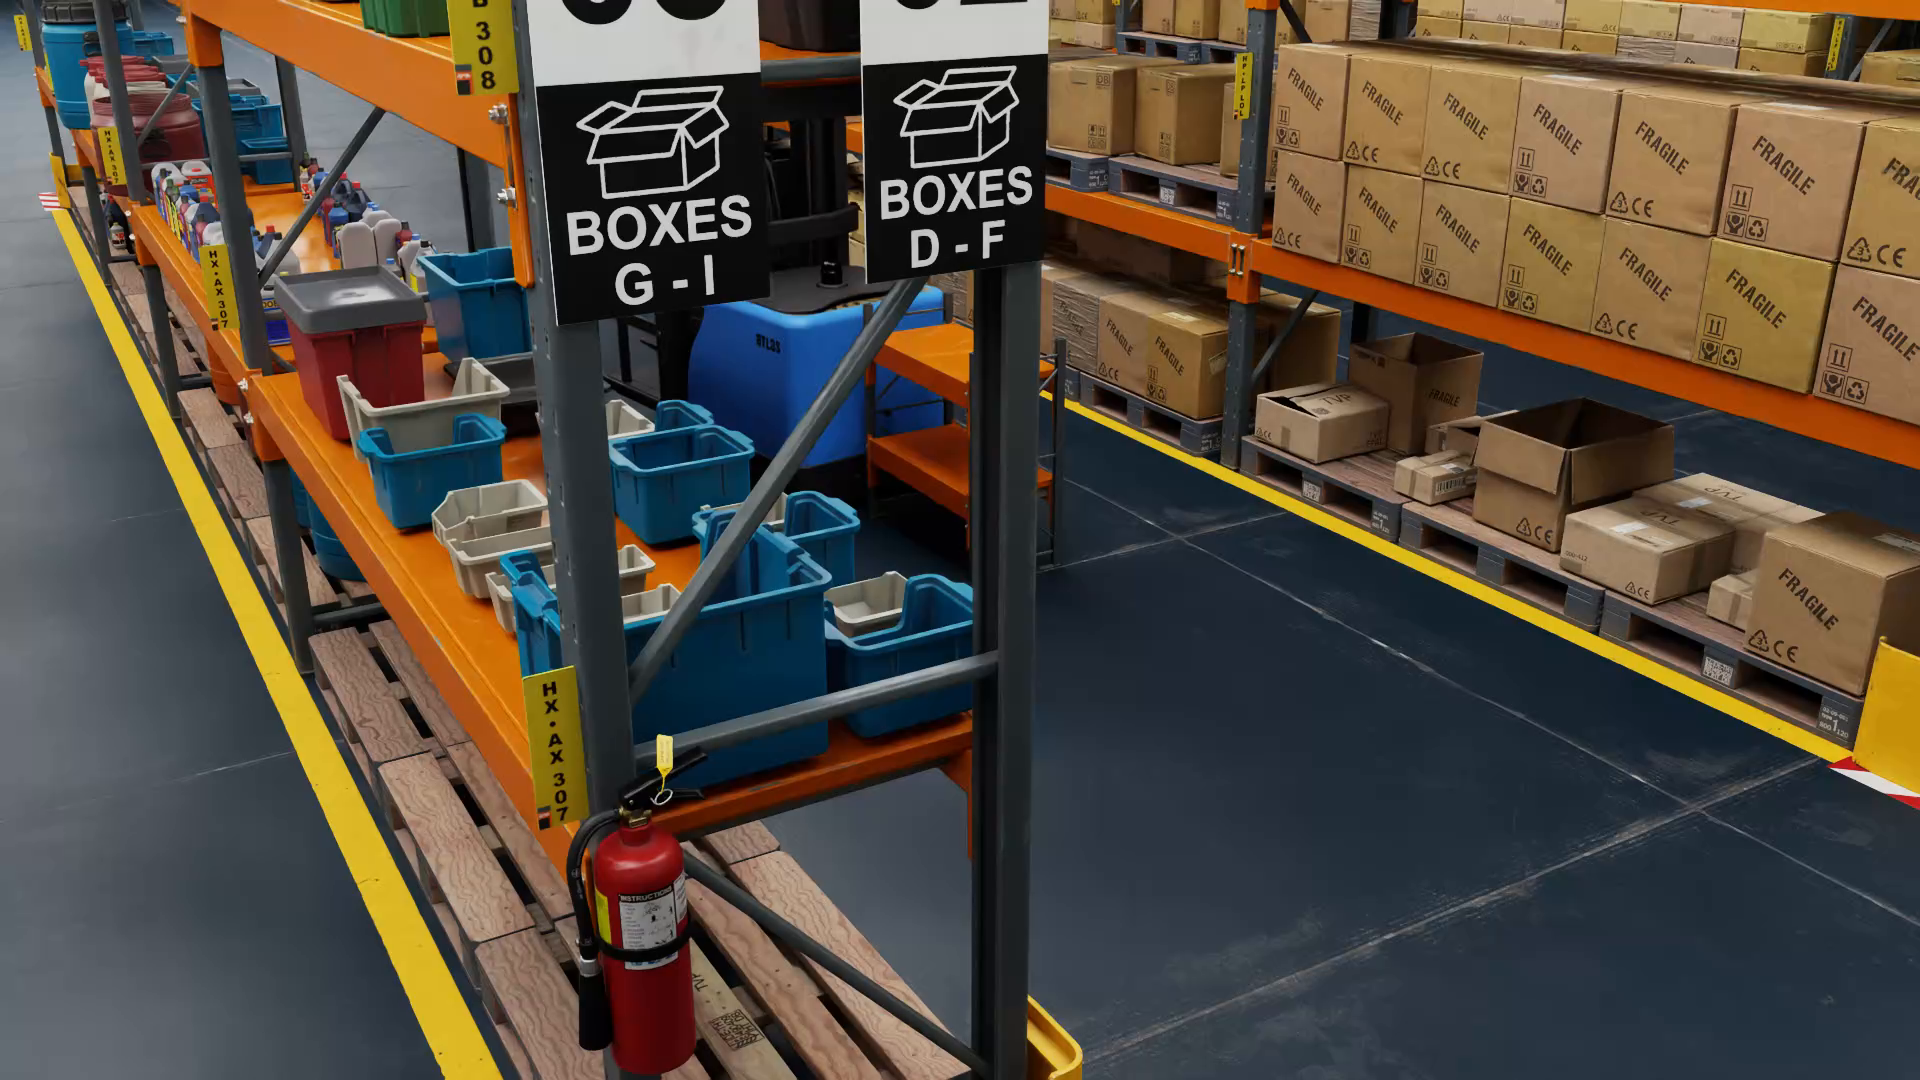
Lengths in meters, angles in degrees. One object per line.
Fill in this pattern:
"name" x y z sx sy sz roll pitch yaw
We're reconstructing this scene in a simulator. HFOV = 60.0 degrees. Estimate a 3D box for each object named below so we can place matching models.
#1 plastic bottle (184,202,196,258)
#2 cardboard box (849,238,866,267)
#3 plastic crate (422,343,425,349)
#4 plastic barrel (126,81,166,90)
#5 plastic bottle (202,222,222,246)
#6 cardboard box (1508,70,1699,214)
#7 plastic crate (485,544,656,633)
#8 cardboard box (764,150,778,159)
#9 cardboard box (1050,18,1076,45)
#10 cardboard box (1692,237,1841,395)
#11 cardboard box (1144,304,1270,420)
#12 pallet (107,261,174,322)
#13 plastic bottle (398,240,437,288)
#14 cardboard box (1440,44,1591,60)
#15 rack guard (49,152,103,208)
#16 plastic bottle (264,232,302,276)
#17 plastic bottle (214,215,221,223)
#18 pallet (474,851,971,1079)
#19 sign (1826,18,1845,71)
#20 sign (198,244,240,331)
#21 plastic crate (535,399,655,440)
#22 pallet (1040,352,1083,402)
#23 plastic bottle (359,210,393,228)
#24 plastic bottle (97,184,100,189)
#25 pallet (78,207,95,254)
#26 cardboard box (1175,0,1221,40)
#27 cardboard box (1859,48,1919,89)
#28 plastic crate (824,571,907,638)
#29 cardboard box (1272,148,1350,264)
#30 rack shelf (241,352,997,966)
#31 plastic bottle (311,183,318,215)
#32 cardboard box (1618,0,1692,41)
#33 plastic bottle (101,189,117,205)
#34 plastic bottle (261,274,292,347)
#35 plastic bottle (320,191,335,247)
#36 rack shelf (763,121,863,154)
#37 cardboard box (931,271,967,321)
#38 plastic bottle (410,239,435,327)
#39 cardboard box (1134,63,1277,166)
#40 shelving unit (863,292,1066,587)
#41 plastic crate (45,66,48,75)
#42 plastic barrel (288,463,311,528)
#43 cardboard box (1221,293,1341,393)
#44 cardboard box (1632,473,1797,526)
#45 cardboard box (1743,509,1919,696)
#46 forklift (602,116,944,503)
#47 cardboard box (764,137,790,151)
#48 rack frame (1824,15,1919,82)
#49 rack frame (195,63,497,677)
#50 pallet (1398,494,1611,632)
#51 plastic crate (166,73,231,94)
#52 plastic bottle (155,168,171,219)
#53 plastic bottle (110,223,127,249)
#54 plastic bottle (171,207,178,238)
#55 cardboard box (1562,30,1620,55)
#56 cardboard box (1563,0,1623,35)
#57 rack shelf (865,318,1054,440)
"plastic bottle" -3.815 -1.552 8.316 0.097 0.271 0.097 0 22 0
"cardboard box" -0.602 -2.226 12.898 0.500 0.250 0.500 -12 25 -27
"plastic crate" -2.225 -0.663 6.229 0.396 0.136 0.243 -13 25 -28
"plastic barrel" -5.308 -2.710 10.847 0.421 0.512 0.421 0 22 0
"plastic bottle" -3.451 -1.343 7.798 0.152 0.276 0.135 -13 25 -28
"cardboard box" 2.710 -1.689 7.023 0.500 0.500 0.500 -12 25 -27
"plastic crate" -1.005 0.128 4.283 0.396 0.136 0.243 -13 25 -28
"cardboard box" -1.918 -3.312 14.826 0.500 0.311 0.500 -13 25 -29
"cardboard box" 1.340 -5.628 18.348 0.500 0.250 0.500 -12 25 -28
"cardboard box" 3.233 -0.898 6.405 0.500 0.500 0.500 -12 25 -28
"cardboard box" 1.422 -1.037 9.615 0.500 0.500 0.500 -13 25 -29
"pallet" -5.992 -1.986 12.918 1.003 0.211 1.213 -13 25 -28
"plastic bottle" -2.436 -1.219 7.493 0.152 0.276 0.135 -13 25 -28
"cardboard box" 2.665 -2.117 8.076 0.500 0.500 0.500 -13 26 -29
"rack guard" -8.391 -3.646 16.618 1.175 0.500 0.348 -13 25 -28
"plastic bottle" -2.967 -1.175 7.284 0.144 0.351 0.185 -13 25 -28
"plastic bottle" -3.549 -1.428 8.013 0.097 0.271 0.097 0 22 0
"pallet" -0.685 1.377 4.644 1.003 0.211 1.213 -13 25 -28
"sign" 5.715 -3.233 10.850 0.100 0.325 0.005 -13 25 -28
"sign" -2.814 -0.958 6.318 0.100 0.325 0.005 -13 25 -28
"plastic crate" -1.192 -0.335 5.423 0.293 0.136 0.466 -13 25 -28
"pallet" 0.845 -1.246 11.098 1.003 0.211 1.213 -13 25 -28
"plastic bottle" -2.841 -1.476 8.123 0.152 0.276 0.135 -13 25 -28
"plastic bottle" -7.812 -3.113 15.026 0.097 0.271 0.097 0 22 0
"pallet" -7.361 -2.854 15.053 1.003 0.211 1.213 -13 25 -28
"cardboard box" 2.600 -5.327 16.717 0.700 0.500 0.500 -10 24 -23
"cardboard box" 6.440 -2.801 10.821 0.980 0.700 0.700 -12 25 -27
"plastic crate" -0.233 0.191 4.129 0.250 0.136 0.298 -13 25 -28
"cardboard box" 1.946 -1.716 8.416 0.500 0.500 0.500 -12 25 -27
"rack shelf" -1.319 0.045 5.172 1.077 0.370 4.000 -13 25 -28
"plastic bottle" -3.599 -1.942 9.370 0.097 0.201 0.097 0 22 0
"cardboard box" 5.205 -3.816 12.166 0.500 0.250 0.500 -12 25 -27
"plastic bottle" -7.266 -2.821 14.203 0.144 0.351 0.185 -13 25 -29
"plastic bottle" -2.819 -0.943 6.813 0.152 0.276 0.135 -13 25 -28
"plastic bottle" -3.256 -1.670 8.591 0.061 0.283 0.133 -13 25 -28
"rack shelf" -1.145 -3.496 13.884 1.077 0.370 4.000 -13 25 -28
"cardboard box" 0.136 -1.857 11.632 0.500 0.500 0.500 -14 26 -30
"plastic bottle" -2.262 -1.102 7.104 0.144 0.351 0.185 -13 25 -28
"cardboard box" 1.465 -2.535 9.873 0.700 0.500 0.500 -8 24 -20
"shelving unit" 0.003 -0.519 8.094 0.538 1.125 1.048 -13 25 -28
"plastic crate" -8.289 -4.346 15.371 0.298 0.136 0.250 -13 25 -28
"plastic barrel" -2.965 -0.566 7.950 0.600 0.901 0.708 -13 25 -28
"cardboard box" 1.882 -1.136 9.859 0.500 0.500 0.500 -14 26 -31
"cardboard box" 3.419 -0.076 7.583 0.500 0.250 0.500 -13 25 -28
"cardboard box" 3.474 0.234 6.489 0.500 0.500 0.500 -13 25 -28
"forklift" -1.373 -1.979 9.289 1.130 2.935 3.031 -17 28 -36
"cardboard box" -1.713 -3.581 15.488 0.500 0.311 0.500 -13 25 -28
"rack frame" 6.177 -2.841 11.317 1.000 3.000 0.127 -13 25 -28
"rack frame" -2.340 -0.935 6.629 1.000 3.000 0.127 -13 25 -28
"pallet" 2.897 0.023 7.975 1.003 0.211 1.213 -13 25 -28
"plastic crate" -5.596 -3.220 12.272 0.392 0.384 0.575 -13 25 -28
"plastic bottle" -4.405 -1.926 9.236 0.097 0.271 0.097 0 22 0
"plastic bottle" -6.880 -2.490 13.586 0.097 0.201 0.097 0 22 0
"plastic bottle" -4.100 -1.700 8.775 0.097 0.201 0.097 0 22 0
"cardboard box" 4.946 -3.623 12.688 0.500 0.500 0.500 -12 25 -27
"cardboard box" 4.944 -3.981 12.572 0.500 0.250 0.500 -13 26 -29
"rack shelf" 0.003 -0.790 7.984 0.538 0.278 1.000 -13 25 -28
